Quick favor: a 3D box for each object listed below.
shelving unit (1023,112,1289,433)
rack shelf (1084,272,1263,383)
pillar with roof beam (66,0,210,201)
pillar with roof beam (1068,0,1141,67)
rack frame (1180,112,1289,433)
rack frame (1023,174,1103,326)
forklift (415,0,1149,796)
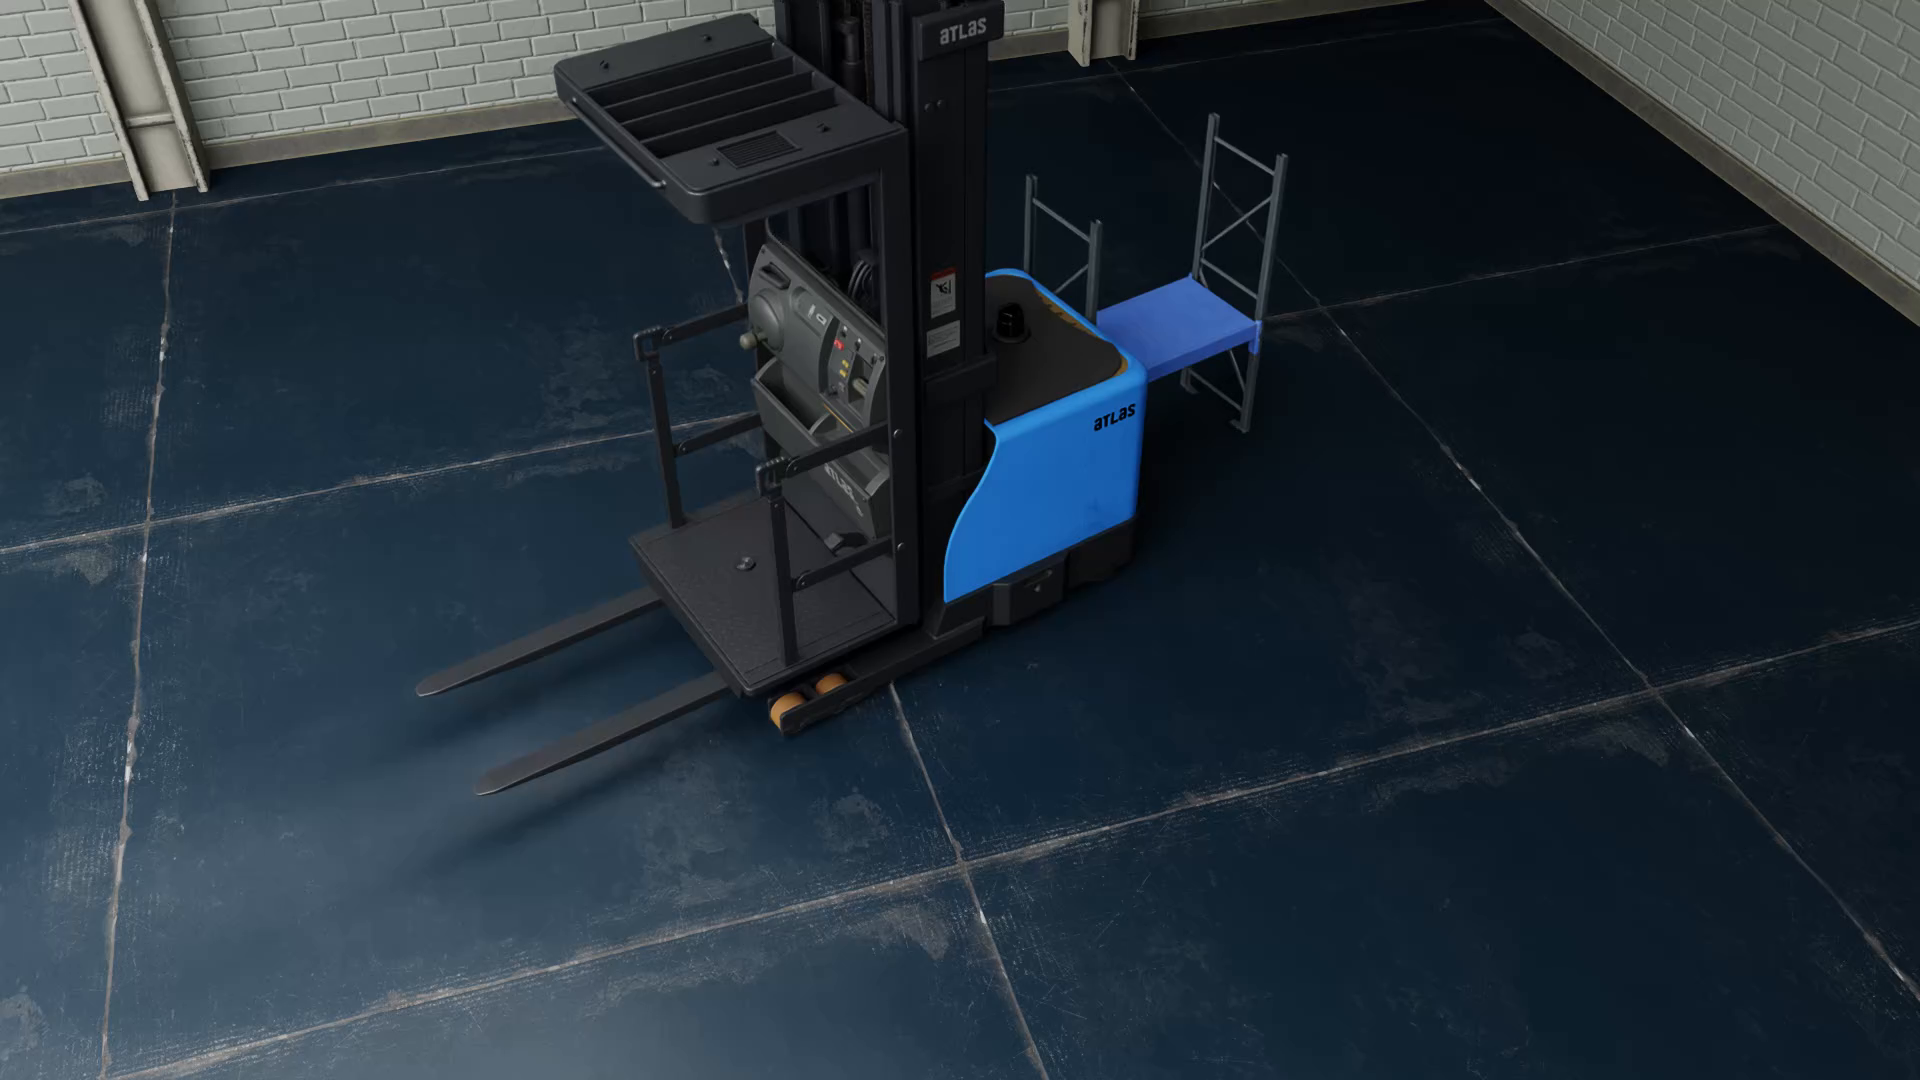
[{"bbox_3d":[0.856,-1.047,7.658,1.048,1.500,0.538,-24,46,-25],"label":"shelving unit"},{"bbox_3d":[0.856,-0.912,7.776,1.000,0.185,0.538,-24,46,-25],"label":"rack shelf"},{"bbox_3d":[-3.459,-2.844,4.016,0.400,9.000,9.100,-12,42,-13],"label":"pillar with roof beam"},{"bbox_3d":[2.264,-4.030,5.373,0.400,9.000,9.100,-12,42,-13],"label":"pillar with roof beam"},{"bbox_3d":[1.278,-1.233,7.871,0.032,1.500,0.500,-24,46,-25],"label":"rack frame"},{"bbox_3d":[0.433,-0.861,7.445,0.032,1.500,0.500,-24,46,-25],"label":"rack frame"},{"bbox_3d":[-0.720,-0.722,6.198,3.031,2.935,1.130,-24,46,-25],"label":"forklift"}]
